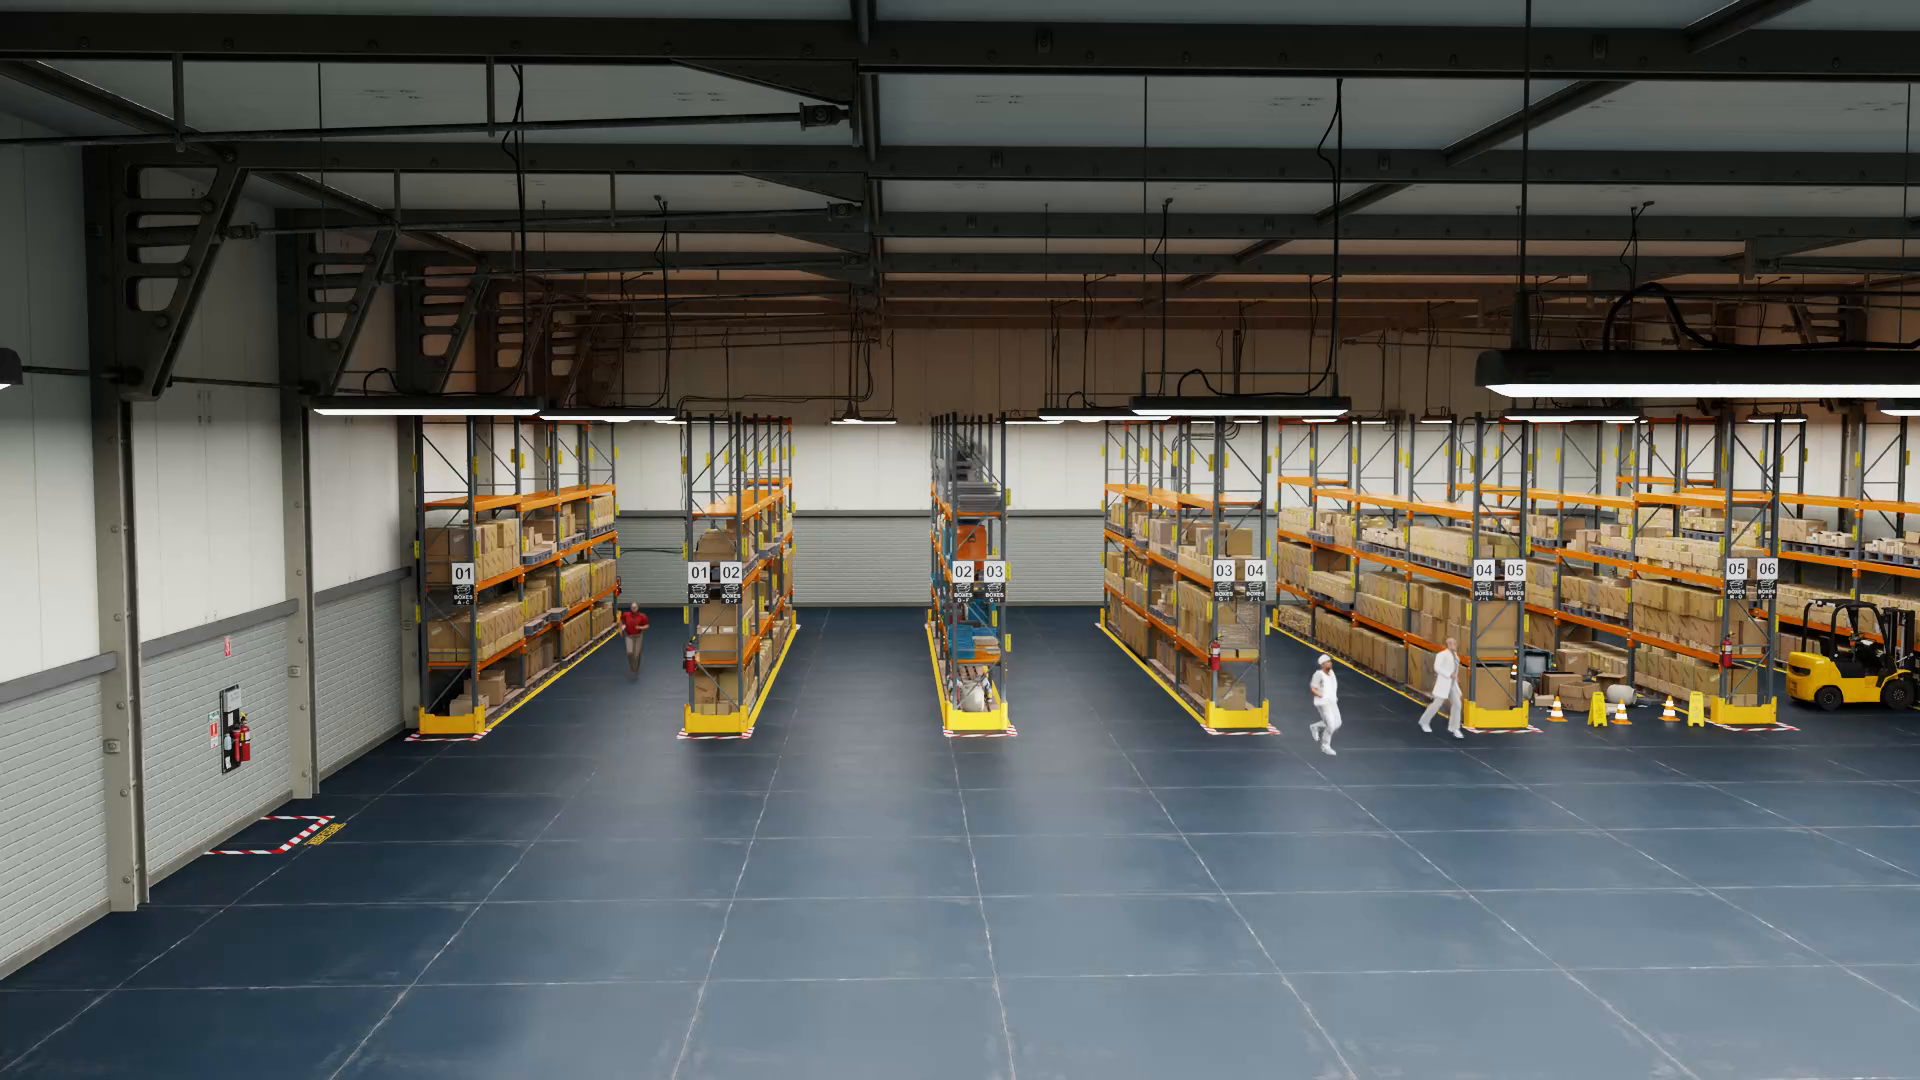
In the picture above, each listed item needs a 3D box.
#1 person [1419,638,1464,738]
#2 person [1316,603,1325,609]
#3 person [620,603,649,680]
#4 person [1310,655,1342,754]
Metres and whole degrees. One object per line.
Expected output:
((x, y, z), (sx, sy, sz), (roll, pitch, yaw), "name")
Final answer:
((9.087, 2.758, 30.999), (0.767, 1.761, 0.901), (-3, 5, -37), "person")
((10.591, 1.594, 49.054), (0.587, 1.560, 0.516), (-1, 4, -13), "person")
((-7.423, 2.302, 37.911), (0.686, 1.776, 0.861), (0, 4, -7), "person")
((6.384, 2.875, 29.215), (0.600, 1.736, 0.729), (3, 5, 39), "person")
